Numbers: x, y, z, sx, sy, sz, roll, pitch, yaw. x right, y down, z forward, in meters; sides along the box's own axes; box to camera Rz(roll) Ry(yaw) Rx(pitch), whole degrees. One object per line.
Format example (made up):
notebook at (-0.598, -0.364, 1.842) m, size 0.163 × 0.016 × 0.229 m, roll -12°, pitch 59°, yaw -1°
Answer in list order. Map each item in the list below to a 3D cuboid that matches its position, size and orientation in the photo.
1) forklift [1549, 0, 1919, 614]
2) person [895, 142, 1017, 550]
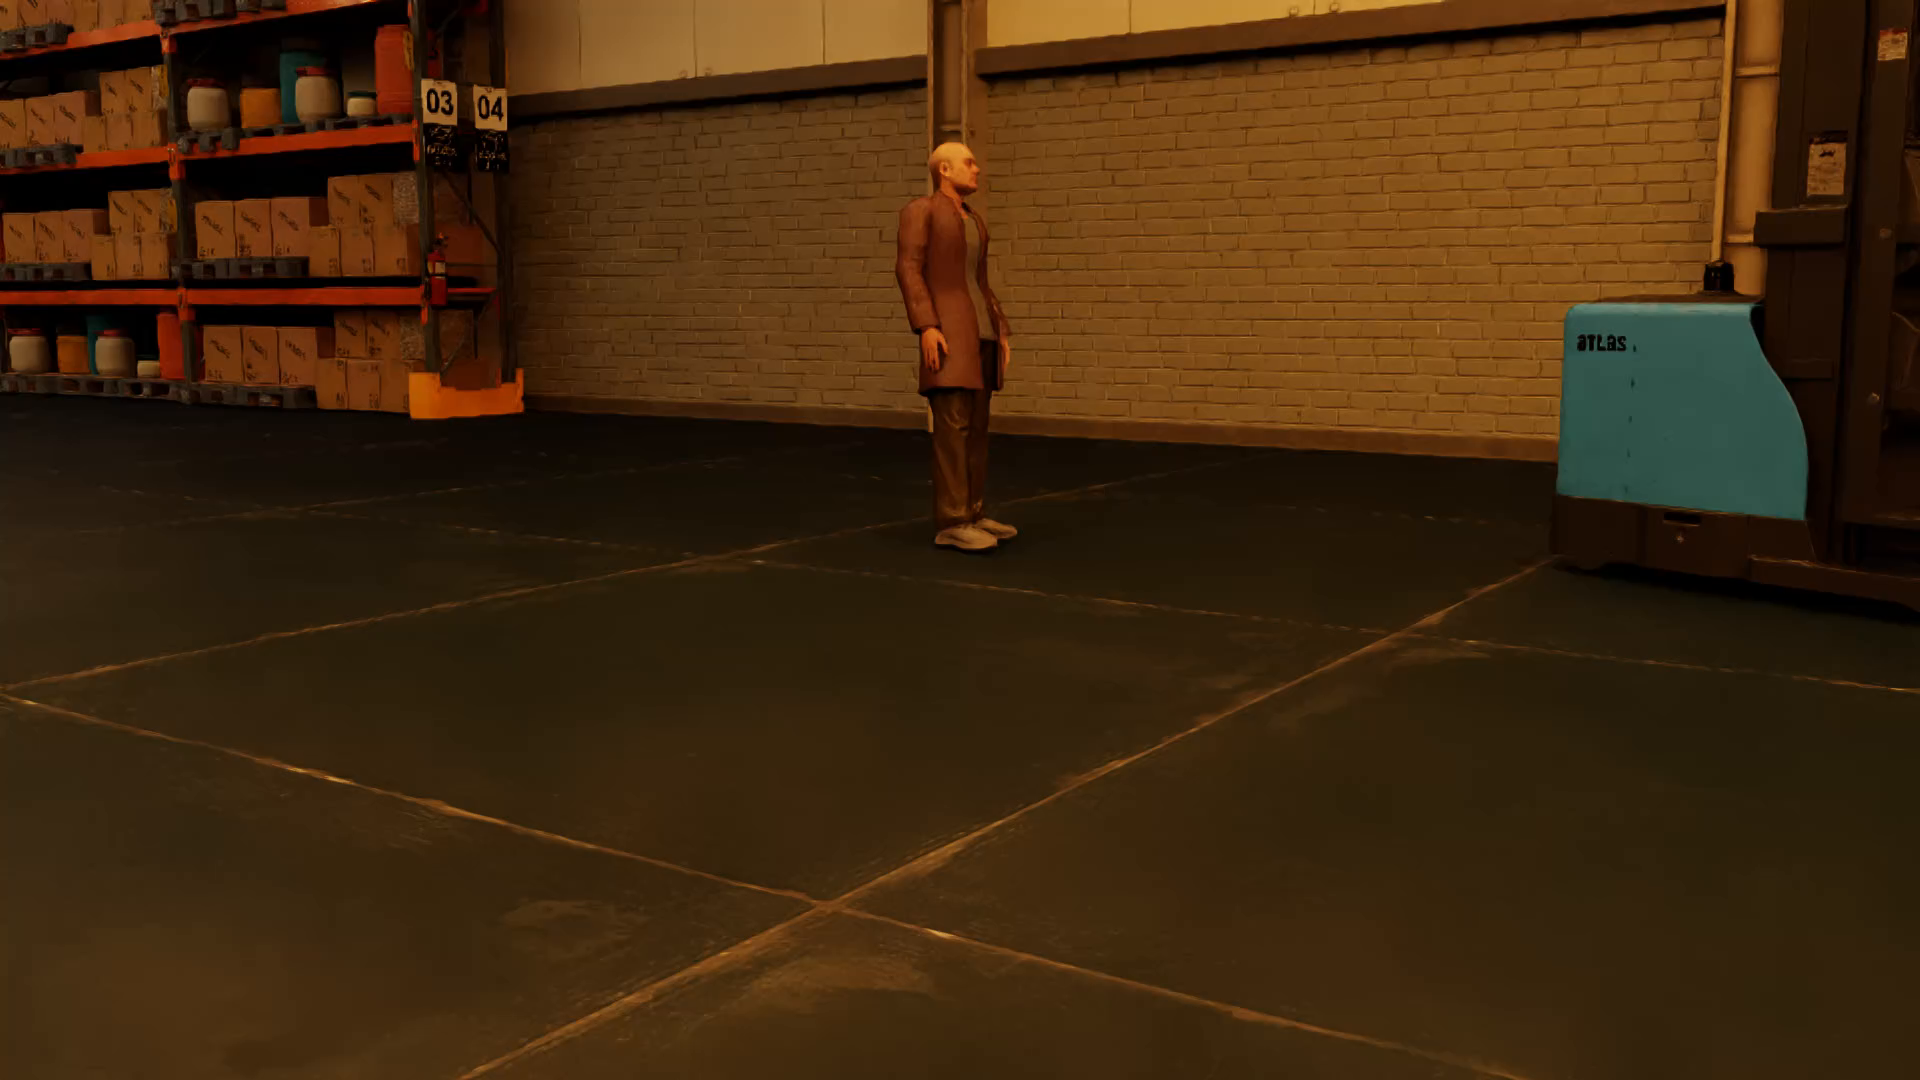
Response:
forklift at (3.666, -1.204, 5.660) m, size 1.130 × 2.935 × 3.031 m, roll -6°, pitch 10°, yaw -36°
person at (0.073, -0.879, 7.423) m, size 0.580 × 1.776 × 0.694 m, roll 5°, pitch 10°, yaw 34°
